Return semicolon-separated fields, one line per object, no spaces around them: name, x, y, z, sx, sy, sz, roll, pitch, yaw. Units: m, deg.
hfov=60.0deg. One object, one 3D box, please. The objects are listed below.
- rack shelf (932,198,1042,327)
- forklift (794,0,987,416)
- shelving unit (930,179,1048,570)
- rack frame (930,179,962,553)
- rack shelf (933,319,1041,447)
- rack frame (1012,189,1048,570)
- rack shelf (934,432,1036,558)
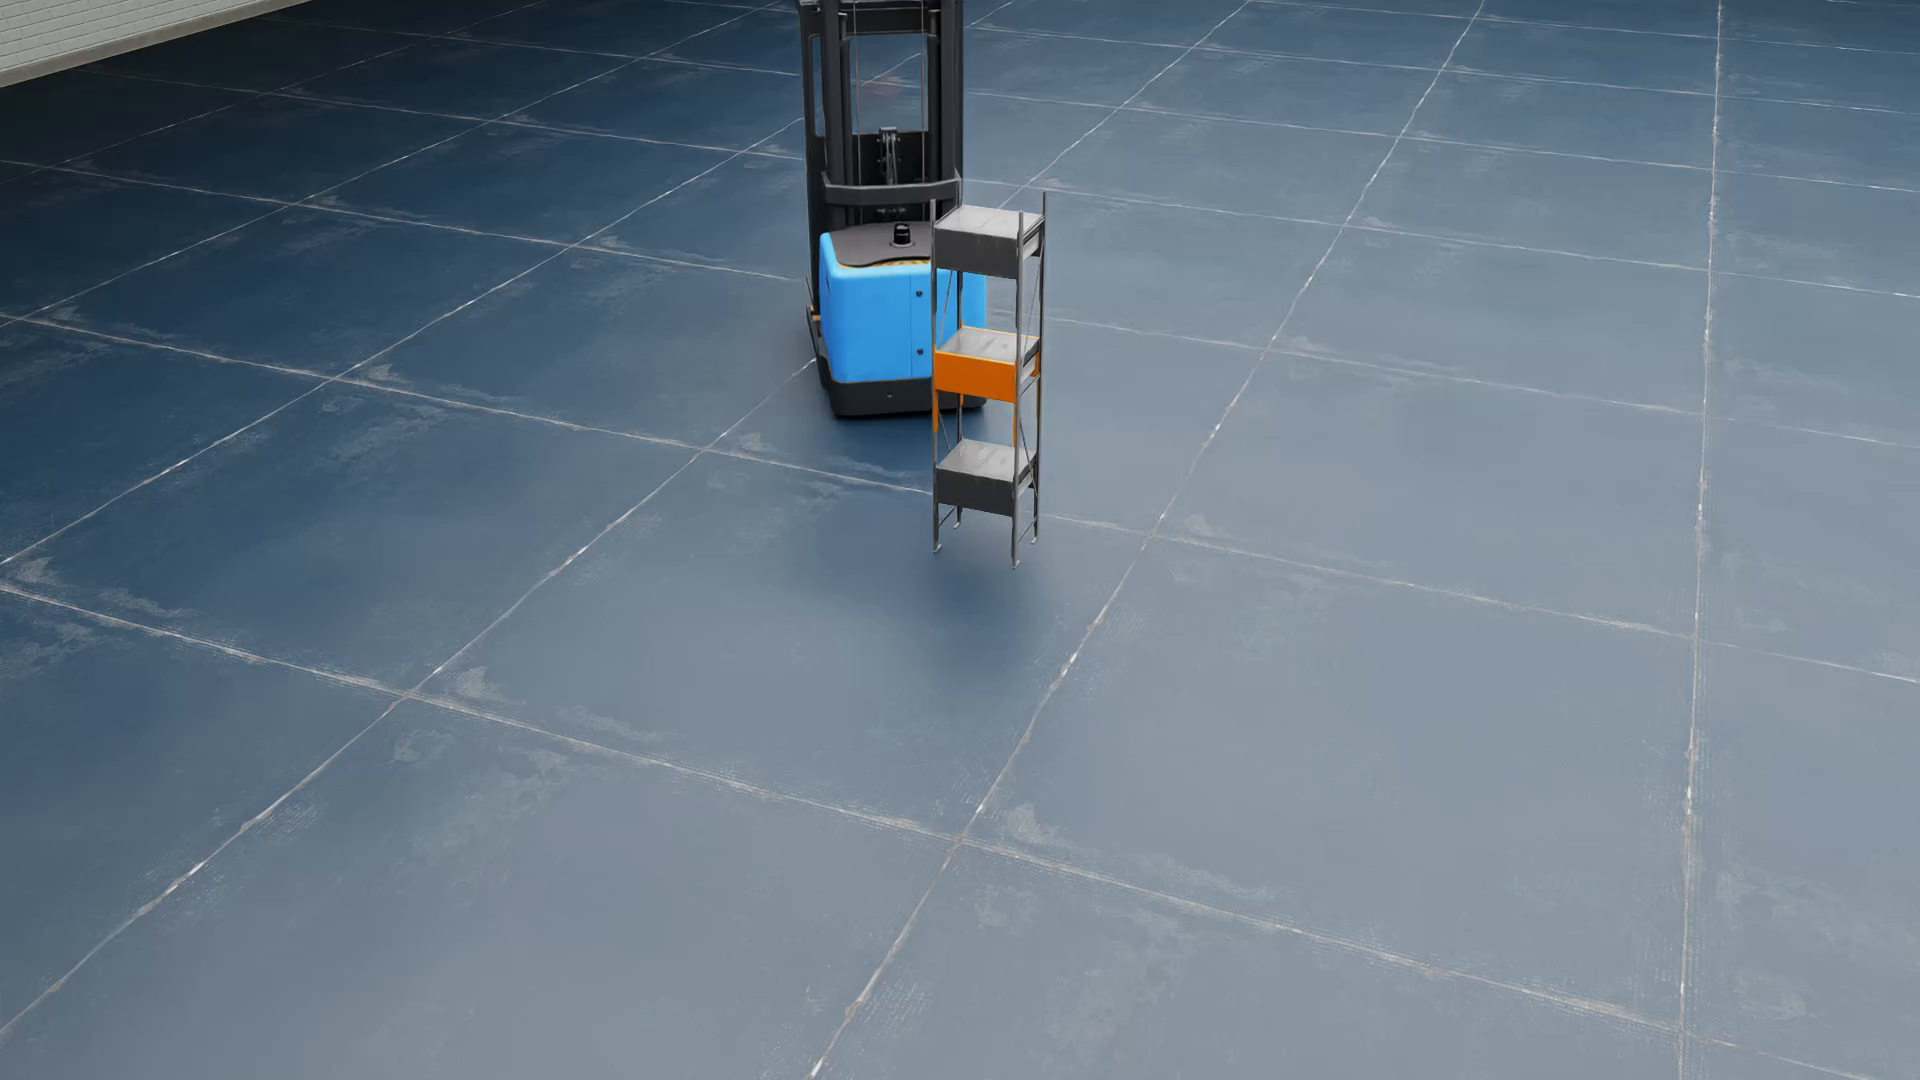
rack shelf;0.153;-1.481;8.841;0.480;0.518;0.431;11;31;19
forklift;-0.560;-2.808;11.740;1.130;2.935;3.031;-5;30;-8
shelving unit;0.153;-0.883;9.179;0.503;2.100;0.431;11;31;19
rack frame;-0.073;-0.929;9.259;0.015;2.100;0.400;11;31;19
rack shelf;0.153;-0.872;9.186;0.480;0.518;0.431;11;31;19
rack frame;0.379;-0.838;9.099;0.015;2.100;0.400;11;31;19
rack shelf;0.153;-0.262;9.530;0.480;0.518;0.431;11;31;19
